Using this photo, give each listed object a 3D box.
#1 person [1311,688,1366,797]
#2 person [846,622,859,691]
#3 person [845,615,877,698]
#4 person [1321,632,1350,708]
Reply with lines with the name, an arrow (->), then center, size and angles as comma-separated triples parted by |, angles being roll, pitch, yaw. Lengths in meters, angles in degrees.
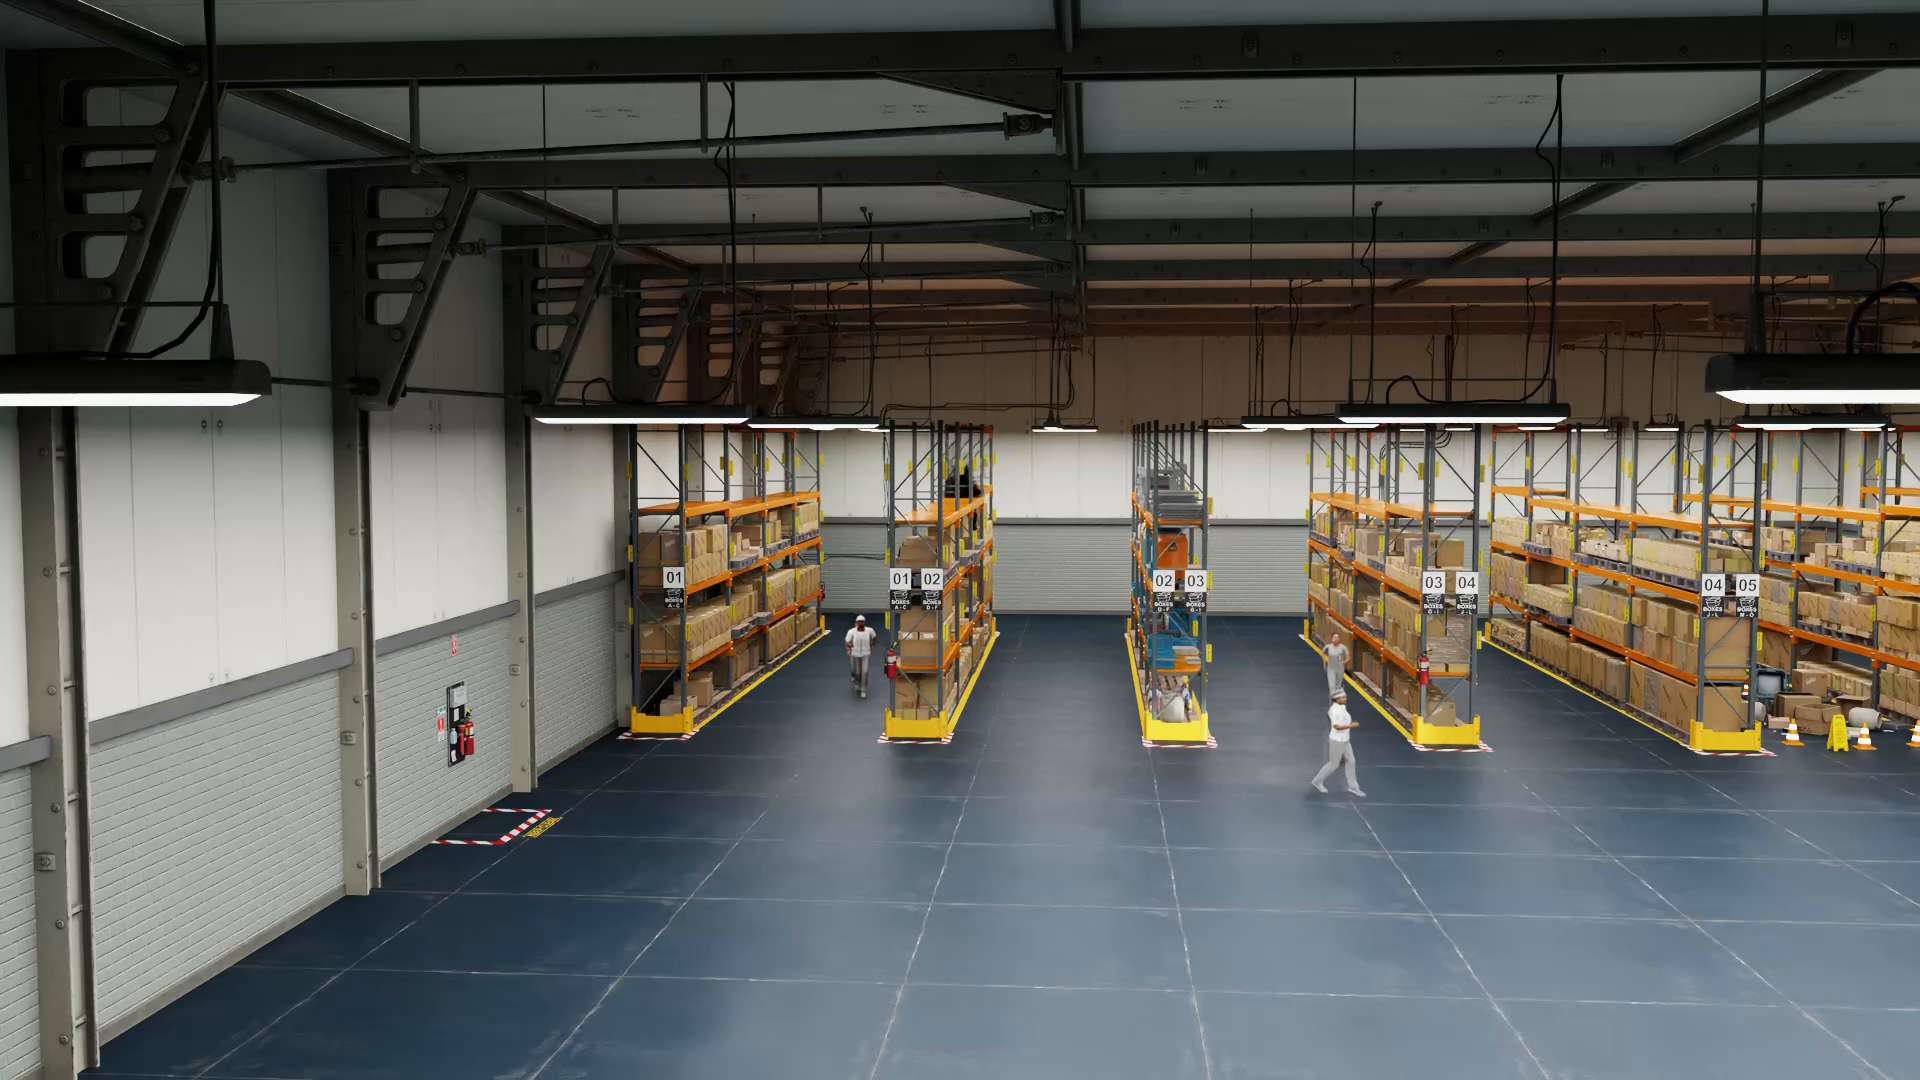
person -> 5.992, 3.187, 26.272 | 0.850, 1.719, 0.570 | 2, 4, 27
person -> -2.318, 2.592, 37.251 | 0.494, 1.552, 0.512 | 0, 4, -2
person -> -2.166, 2.523, 36.341 | 0.701, 1.765, 0.972 | 0, 4, -4
person -> 7.714, 2.725, 34.122 | 0.559, 1.703, 0.839 | 0, 4, 6
